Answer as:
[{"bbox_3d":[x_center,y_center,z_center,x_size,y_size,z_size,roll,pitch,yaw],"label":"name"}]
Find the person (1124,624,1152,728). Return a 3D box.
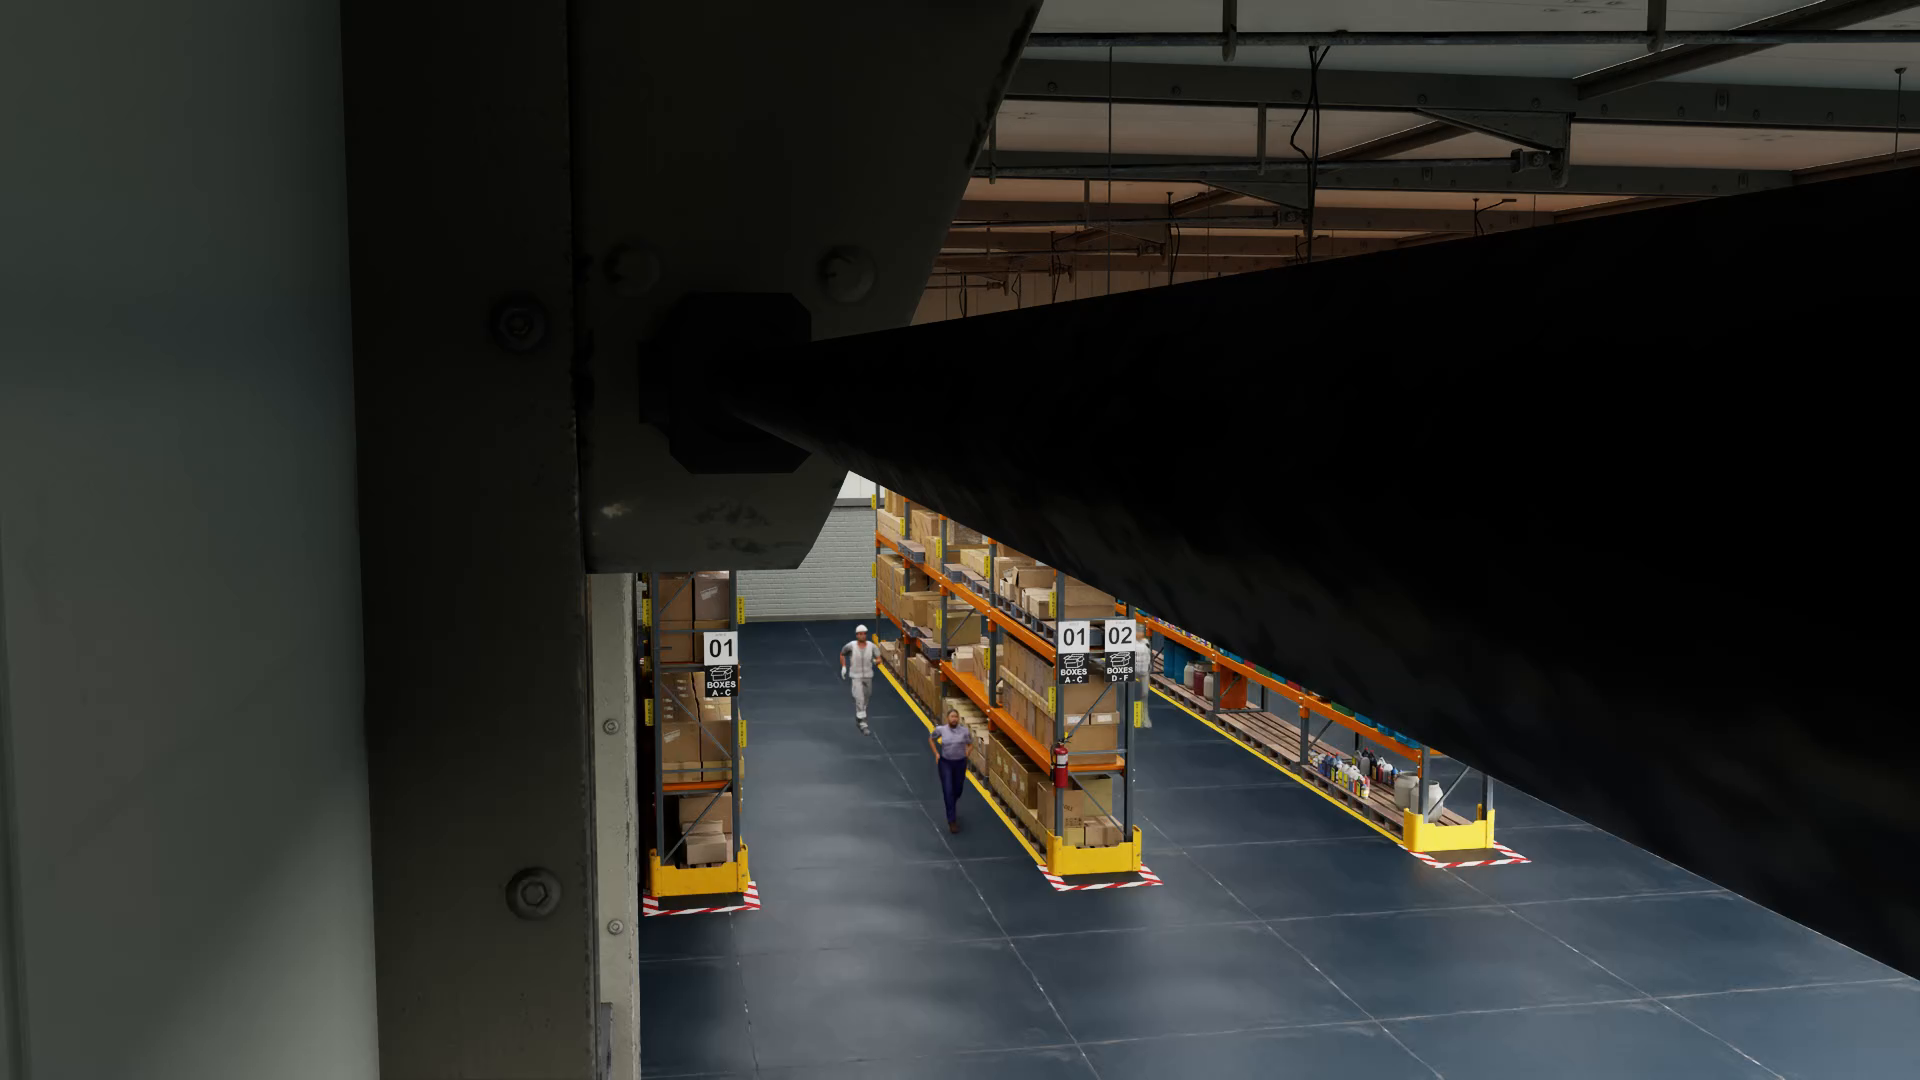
[{"bbox_3d":[3.028,2.274,28.313,0.629,1.732,0.803,-2,6,-18],"label":"person"}]

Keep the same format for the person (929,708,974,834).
[{"bbox_3d":[-0.104,3.163,23.070,0.607,1.638,0.897,-1,6,-12],"label":"person"}]

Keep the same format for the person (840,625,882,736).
[{"bbox_3d":[-1.624,2.313,27.553,0.661,1.830,0.919,-2,6,-18],"label":"person"}]
